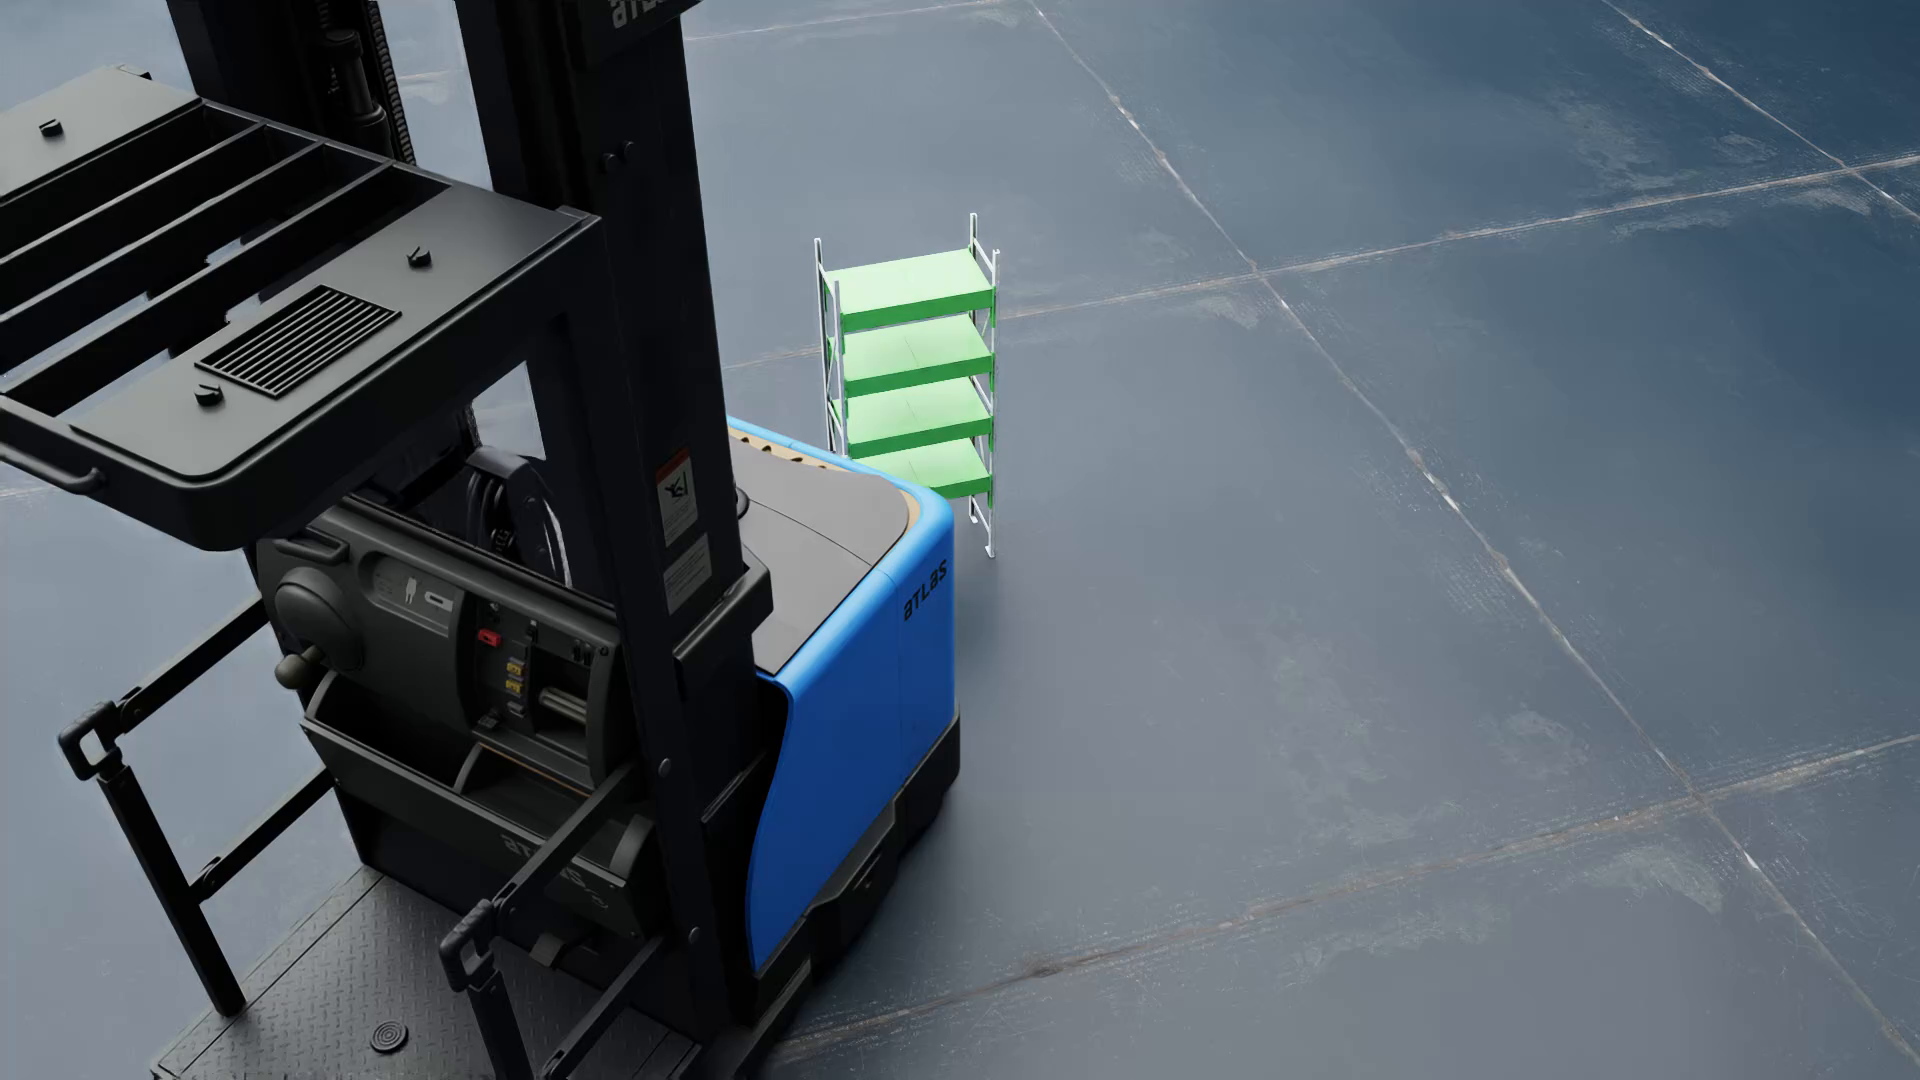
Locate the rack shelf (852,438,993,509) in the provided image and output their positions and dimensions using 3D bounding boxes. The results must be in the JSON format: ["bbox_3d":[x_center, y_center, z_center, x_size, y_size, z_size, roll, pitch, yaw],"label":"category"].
[{"bbox_3d":[-0.158,-0.190,5.518,0.480,0.148,0.258,-12,42,-13],"label":"rack shelf"}]

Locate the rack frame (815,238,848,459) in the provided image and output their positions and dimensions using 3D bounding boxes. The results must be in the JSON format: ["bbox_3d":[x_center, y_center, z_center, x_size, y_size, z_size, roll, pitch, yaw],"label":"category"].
[{"bbox_3d":[-0.391,-0.371,5.263,0.015,1.200,0.240,-12,42,-13],"label":"rack frame"}]

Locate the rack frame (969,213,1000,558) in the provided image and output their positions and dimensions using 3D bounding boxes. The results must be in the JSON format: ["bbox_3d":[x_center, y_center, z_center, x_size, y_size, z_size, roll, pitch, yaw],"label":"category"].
[{"bbox_3d":[0.075,-0.467,5.373,0.015,1.200,0.240,-12,42,-13],"label":"rack frame"}]

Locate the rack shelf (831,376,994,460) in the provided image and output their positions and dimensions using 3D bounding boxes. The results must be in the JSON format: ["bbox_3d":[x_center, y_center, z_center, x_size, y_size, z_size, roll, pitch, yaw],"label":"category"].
[{"bbox_3d":[-0.158,-0.371,5.360,0.480,0.148,0.258,-12,42,-13],"label":"rack shelf"}]

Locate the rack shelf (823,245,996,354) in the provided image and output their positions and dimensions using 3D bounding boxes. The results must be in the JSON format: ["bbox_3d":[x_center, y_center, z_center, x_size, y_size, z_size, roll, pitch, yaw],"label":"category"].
[{"bbox_3d":[-0.158,-0.733,5.044,0.480,0.148,0.258,-12,42,-13],"label":"rack shelf"}]

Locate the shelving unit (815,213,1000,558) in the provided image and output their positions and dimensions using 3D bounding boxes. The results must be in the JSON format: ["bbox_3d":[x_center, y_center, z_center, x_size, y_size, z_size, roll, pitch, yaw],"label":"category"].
[{"bbox_3d":[-0.158,-0.419,5.318,0.503,1.200,0.258,-12,42,-13],"label":"shelving unit"}]

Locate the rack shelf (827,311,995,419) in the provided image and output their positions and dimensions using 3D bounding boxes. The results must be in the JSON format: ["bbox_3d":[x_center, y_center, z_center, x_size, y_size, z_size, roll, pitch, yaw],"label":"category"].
[{"bbox_3d":[-0.158,-0.552,5.202,0.480,0.148,0.258,-12,42,-13],"label":"rack shelf"}]

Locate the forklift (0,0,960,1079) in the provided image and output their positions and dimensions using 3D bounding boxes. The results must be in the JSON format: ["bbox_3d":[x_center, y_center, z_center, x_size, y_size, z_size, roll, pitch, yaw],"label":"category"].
[{"bbox_3d":[-1.166,0.280,3.201,1.130,2.935,3.031,21,45,22],"label":"forklift"}]
